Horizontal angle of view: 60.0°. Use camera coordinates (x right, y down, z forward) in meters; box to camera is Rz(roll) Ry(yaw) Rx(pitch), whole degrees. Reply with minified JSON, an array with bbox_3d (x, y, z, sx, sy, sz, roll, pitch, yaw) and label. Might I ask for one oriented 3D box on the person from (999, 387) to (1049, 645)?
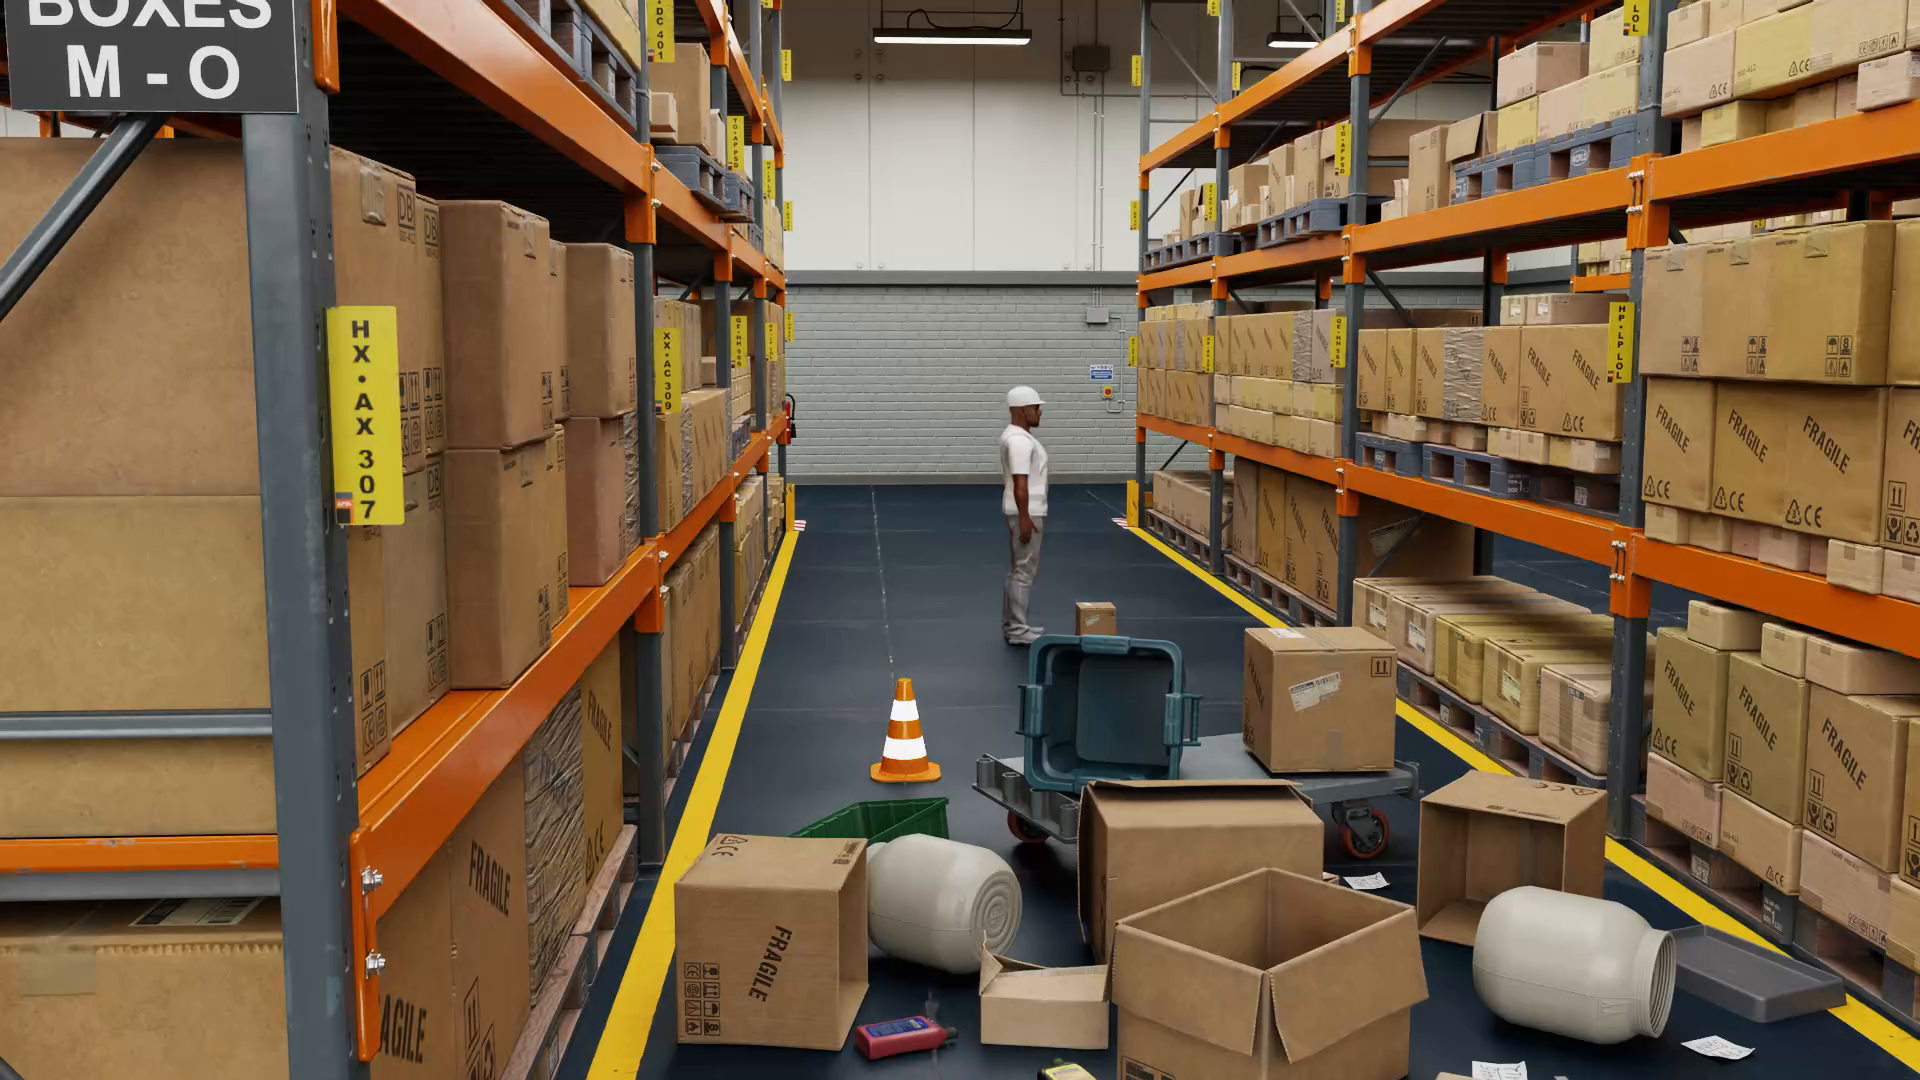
[{"bbox_3d":[0.452,-0.176,11.540,0.355,1.766,0.568,0,7,-2],"label":"person"}]
